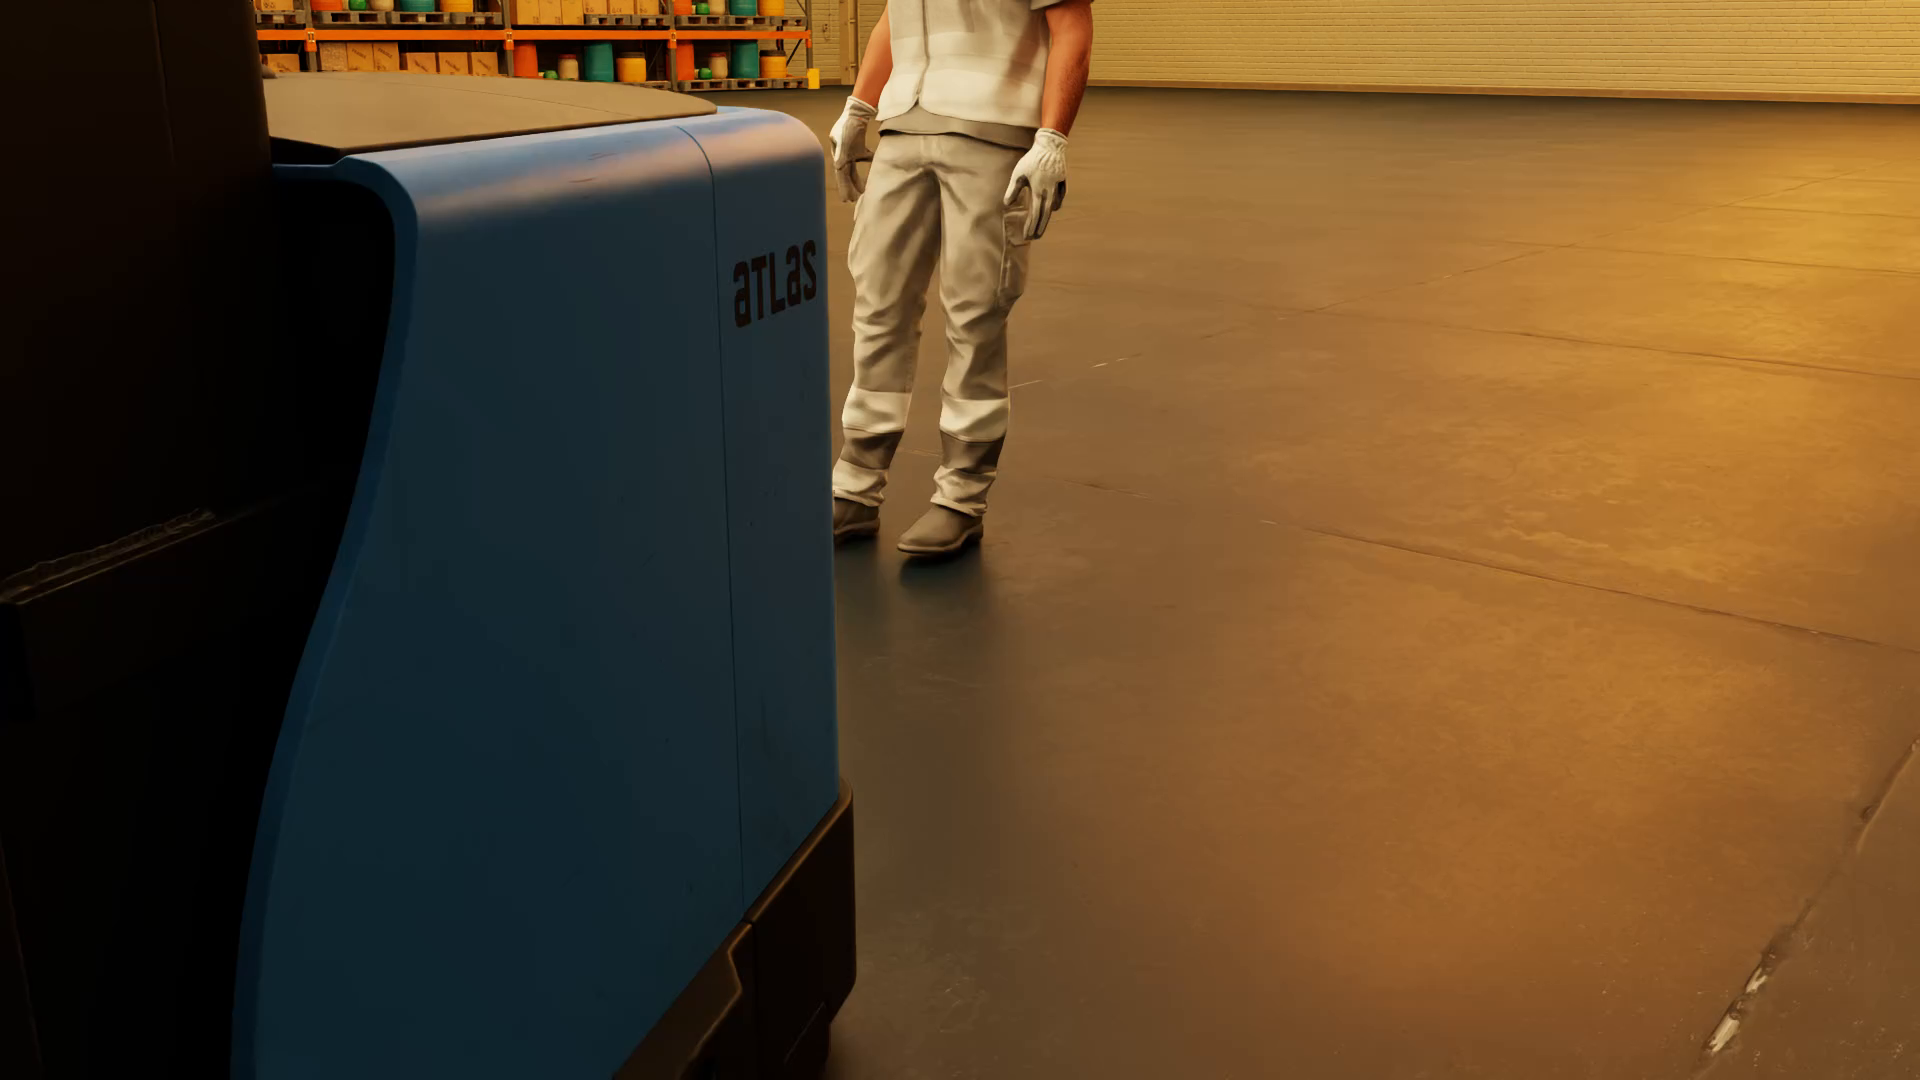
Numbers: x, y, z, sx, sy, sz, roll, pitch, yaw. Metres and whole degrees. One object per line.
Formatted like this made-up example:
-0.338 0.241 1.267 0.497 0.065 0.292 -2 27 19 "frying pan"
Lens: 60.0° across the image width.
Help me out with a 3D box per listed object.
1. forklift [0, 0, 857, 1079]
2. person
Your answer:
-1.021 -0.454 0.391 1.130 2.935 3.031 5 18 15 "forklift"
-0.060 -0.847 3.628 0.638 1.787 0.564 13 21 37 "person"
